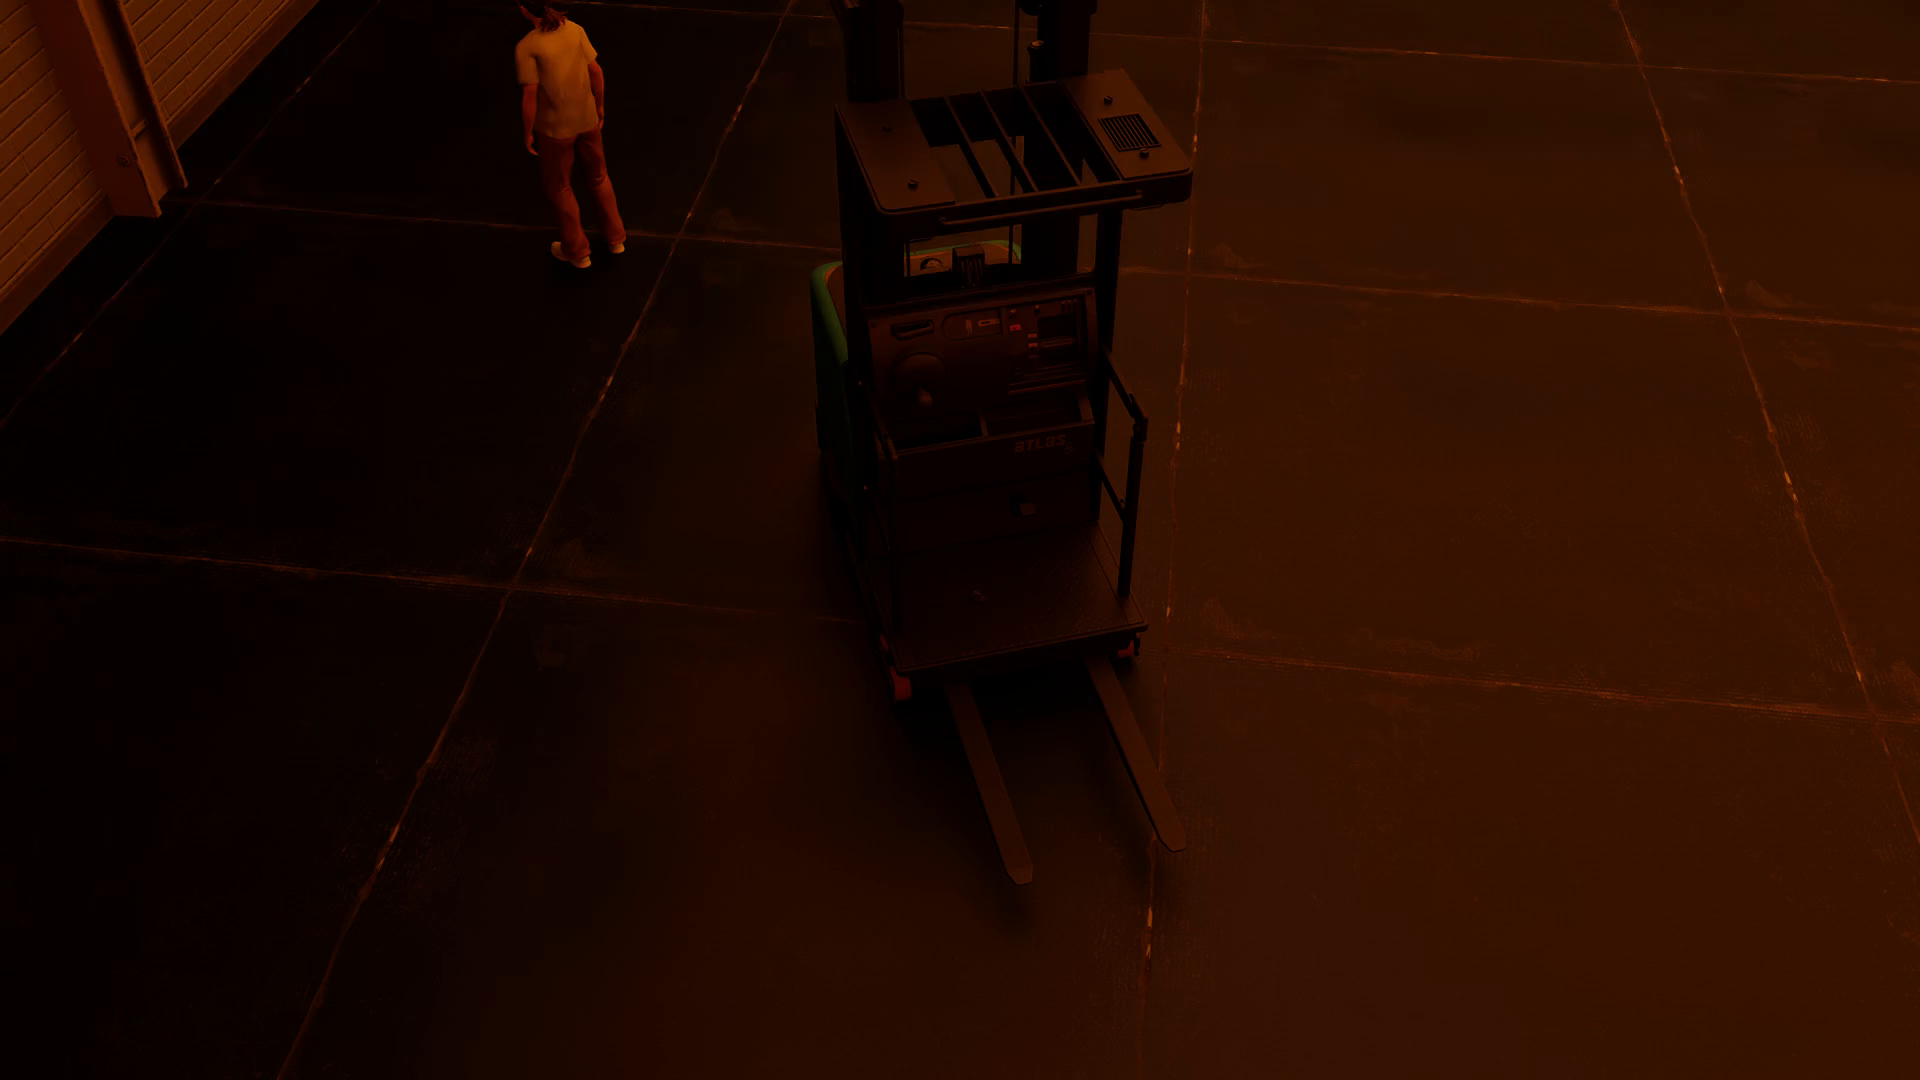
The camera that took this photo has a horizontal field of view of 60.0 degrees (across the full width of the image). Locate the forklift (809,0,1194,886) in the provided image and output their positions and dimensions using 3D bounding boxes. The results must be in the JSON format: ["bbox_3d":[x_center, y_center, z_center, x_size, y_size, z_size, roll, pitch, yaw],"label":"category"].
[{"bbox_3d":[0.153,-0.681,6.465,1.130,2.935,3.031,-10,44,-11],"label":"forklift"}]

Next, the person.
[{"bbox_3d":[-2.170,-2.282,9.140,0.511,1.673,0.354,-31,51,-29],"label":"person"}]
